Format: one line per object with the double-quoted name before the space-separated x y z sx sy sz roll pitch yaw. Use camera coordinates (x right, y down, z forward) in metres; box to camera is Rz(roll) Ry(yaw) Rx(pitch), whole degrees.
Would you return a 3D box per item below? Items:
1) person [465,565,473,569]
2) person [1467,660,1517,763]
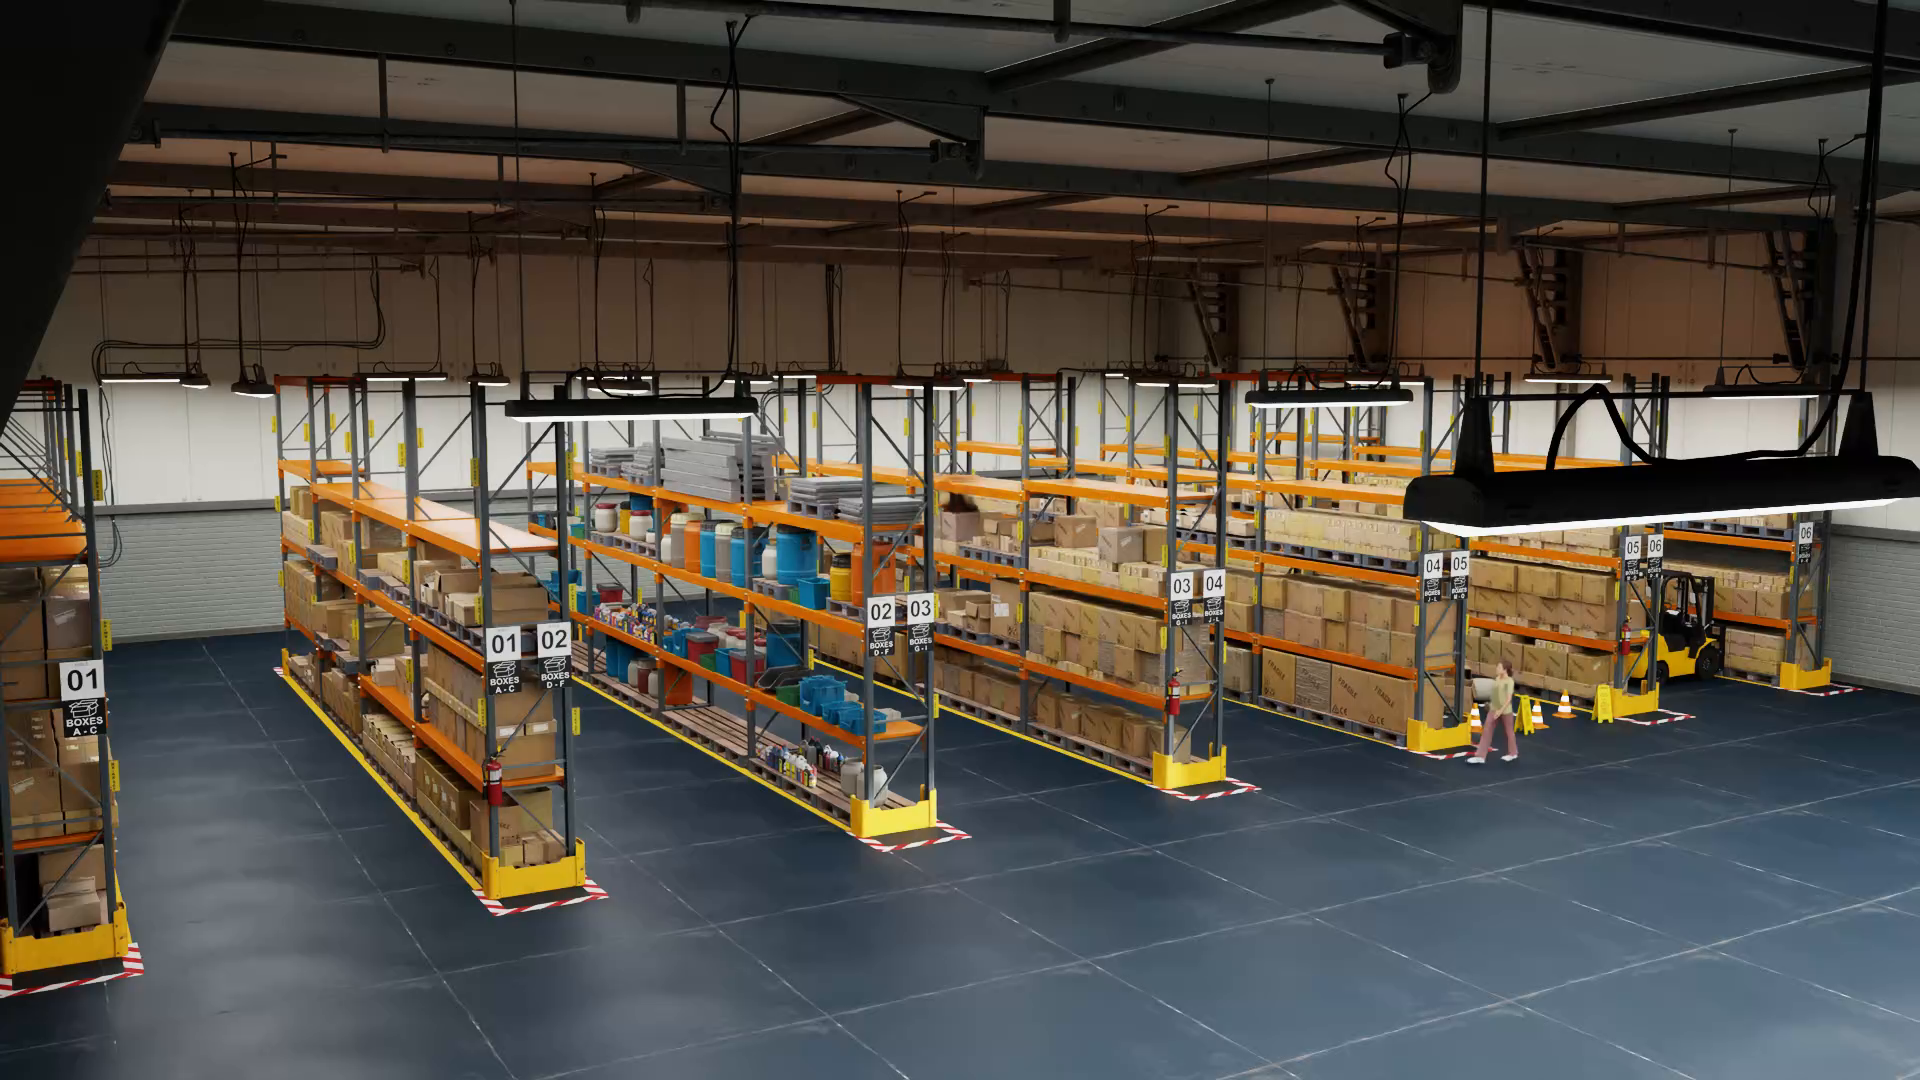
"person" -10.946 1.425 37.014 1.109 1.734 0.712 -1 6 -7
"person" 8.377 2.672 25.876 0.967 1.621 0.454 -5 8 -38
